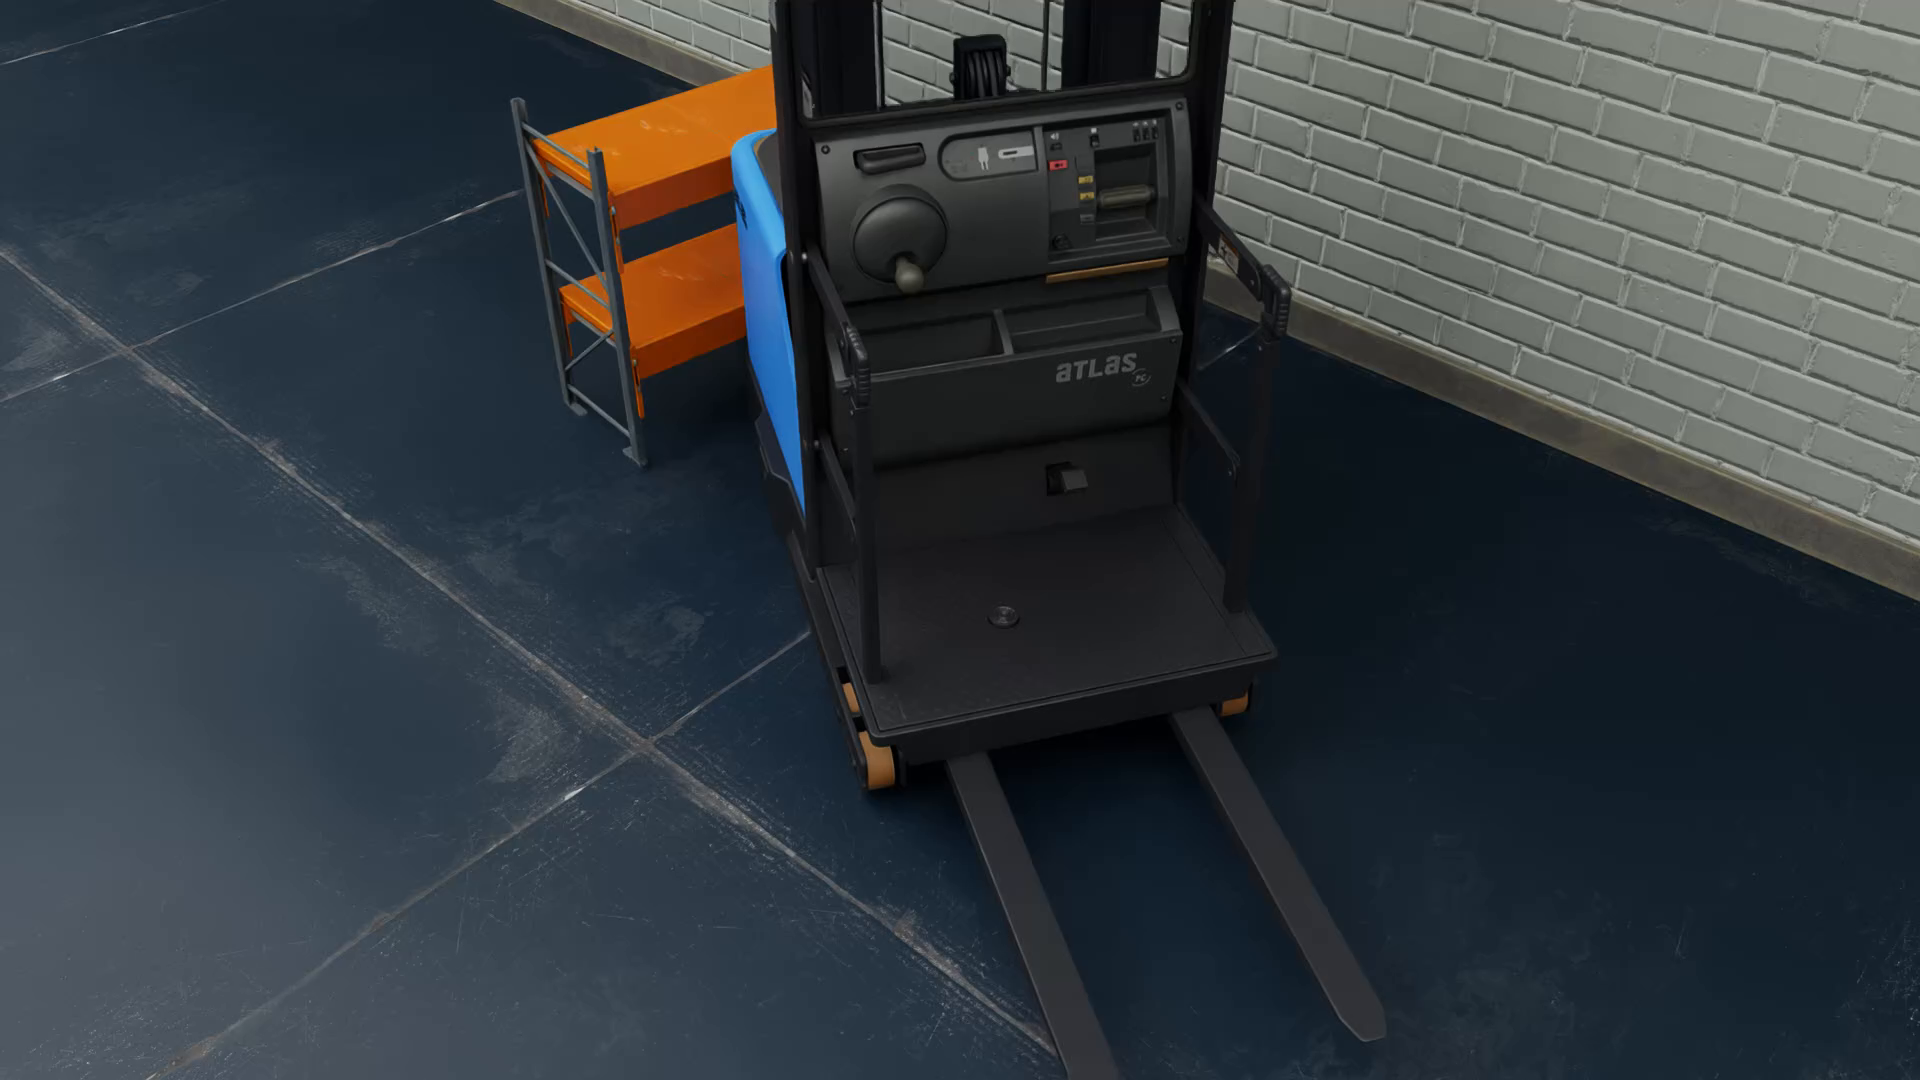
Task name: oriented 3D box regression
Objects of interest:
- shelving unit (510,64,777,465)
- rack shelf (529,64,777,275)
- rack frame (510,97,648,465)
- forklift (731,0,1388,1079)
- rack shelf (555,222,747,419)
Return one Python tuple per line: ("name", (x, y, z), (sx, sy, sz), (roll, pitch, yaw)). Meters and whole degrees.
("shelving unit", (-0.837, -1.020, 5.628), (1.048, 1.125, 0.538), (-28, 46, -31))
("rack shelf", (-0.837, -1.249, 5.446), (1.000, 0.278, 0.538), (-28, 46, -31))
("rack frame", (-1.222, -0.814, 5.369), (0.032, 1.125, 0.500), (-28, 46, -31))
("forklift", (0.178, -0.760, 3.850), (1.130, 2.935, 3.031), (-10, 40, -12))
("rack shelf", (-0.837, -0.828, 5.780), (1.000, 0.278, 0.538), (-28, 46, -31))
